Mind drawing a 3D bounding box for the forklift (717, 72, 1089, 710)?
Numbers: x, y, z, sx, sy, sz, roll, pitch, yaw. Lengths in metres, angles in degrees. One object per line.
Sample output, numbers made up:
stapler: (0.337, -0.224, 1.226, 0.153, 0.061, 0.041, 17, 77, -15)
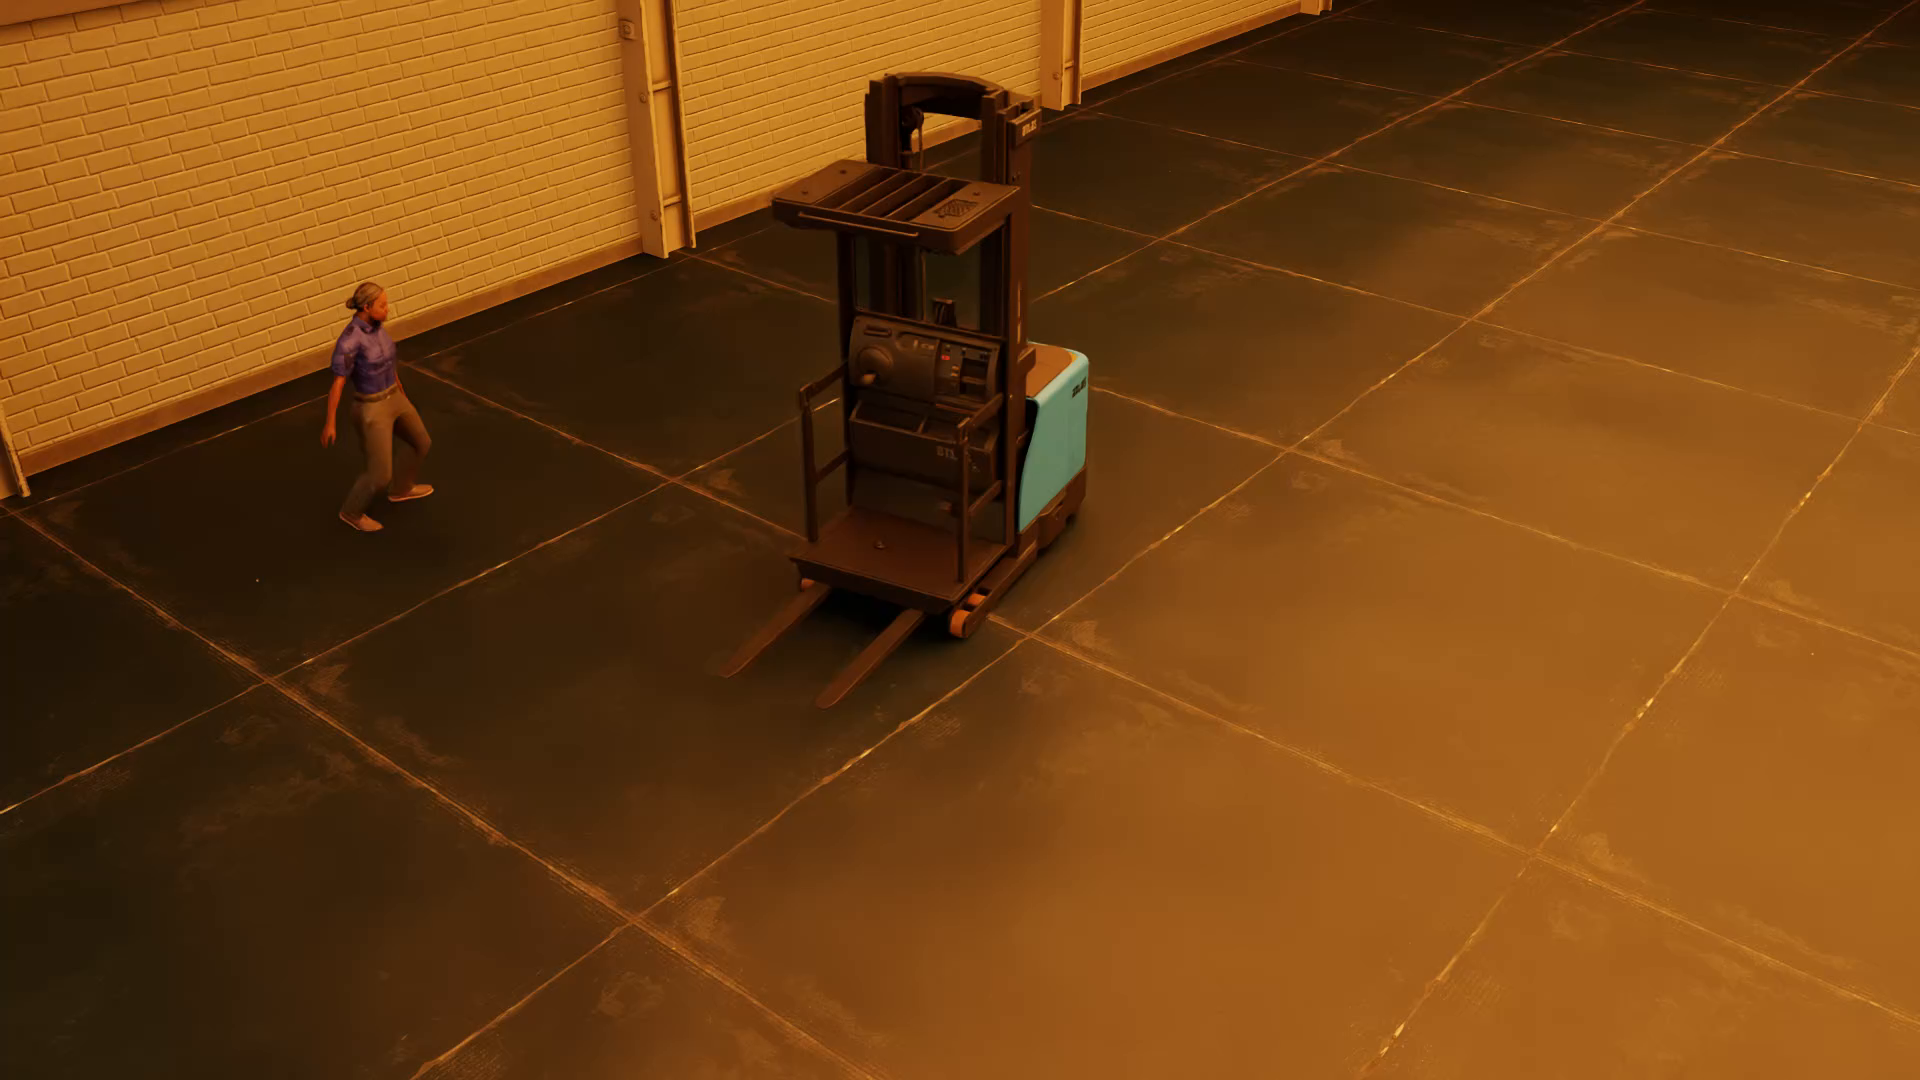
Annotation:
forklift: (-0.303, -0.957, 9.232, 1.130, 2.935, 3.031, 14, 33, 23)

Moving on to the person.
person: (-3.702, -0.819, 10.363, 0.470, 1.606, 0.817, 8, 31, 14)
